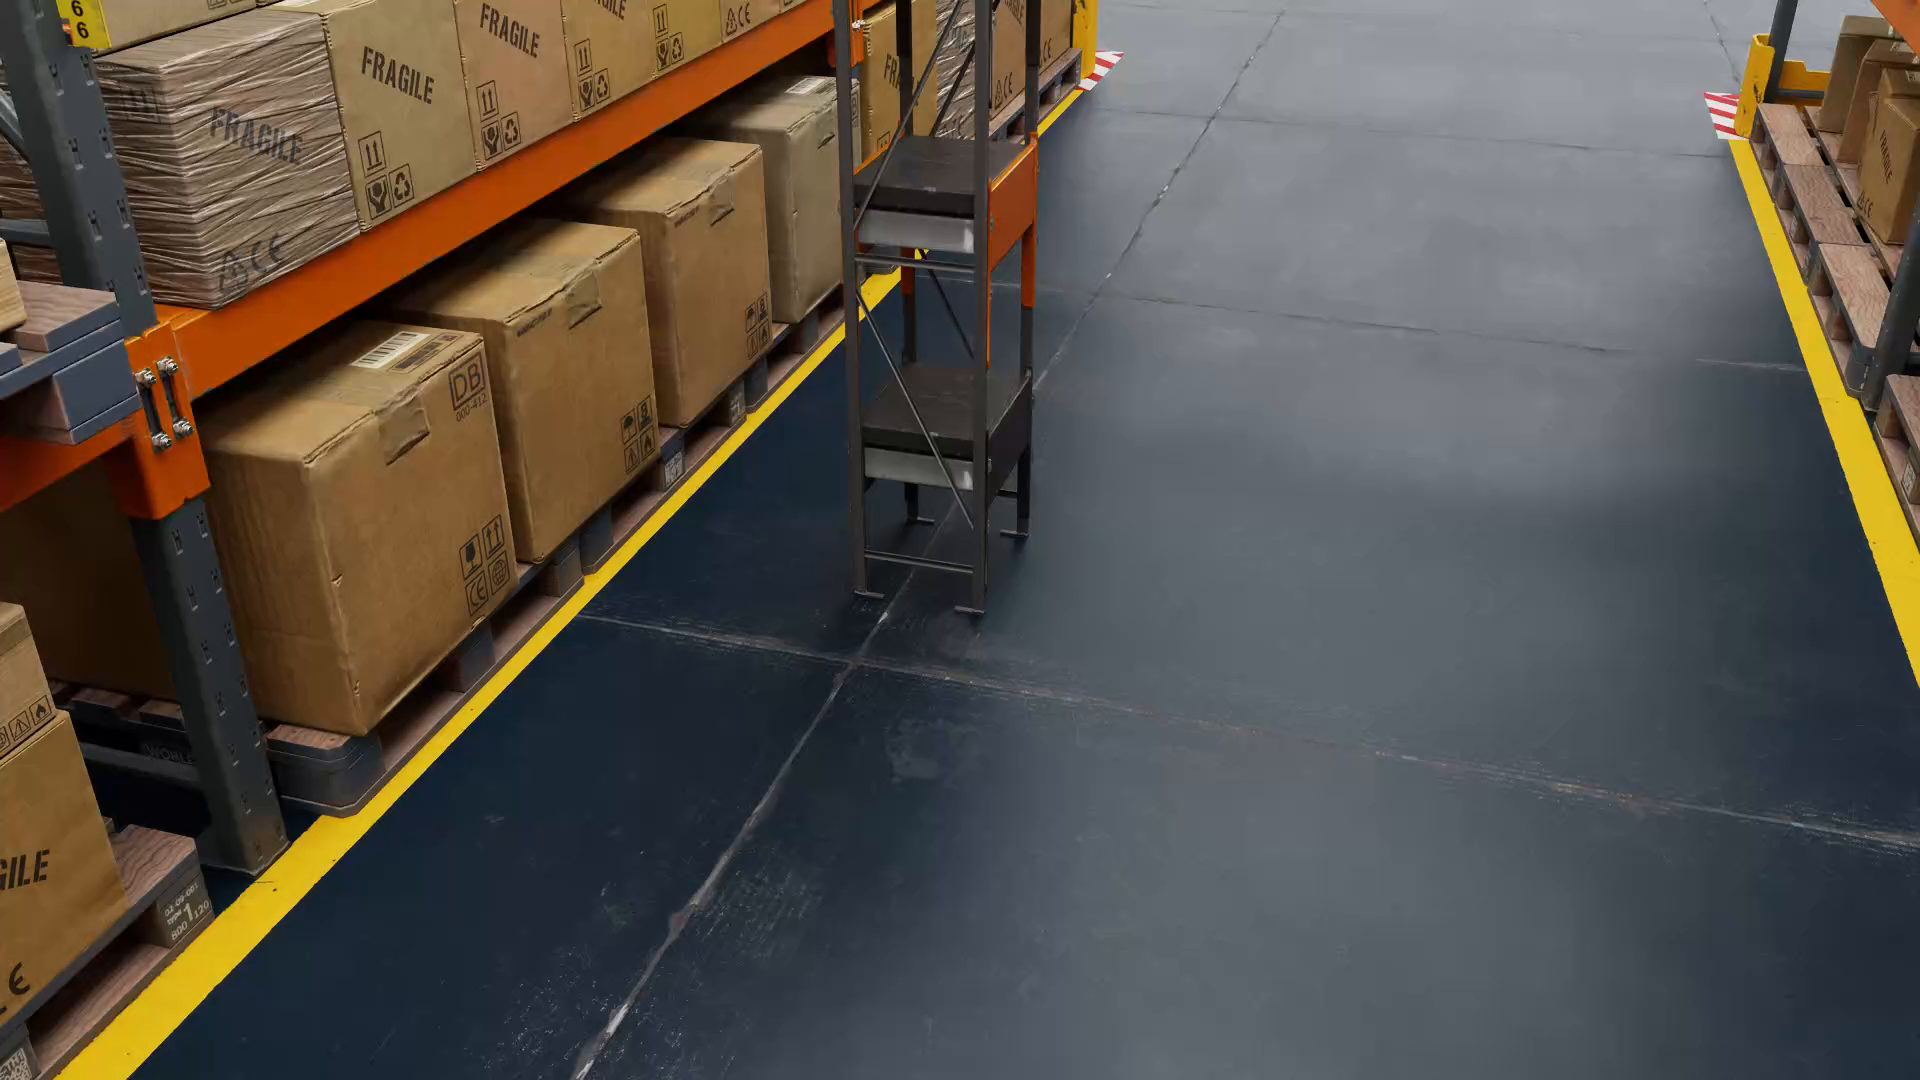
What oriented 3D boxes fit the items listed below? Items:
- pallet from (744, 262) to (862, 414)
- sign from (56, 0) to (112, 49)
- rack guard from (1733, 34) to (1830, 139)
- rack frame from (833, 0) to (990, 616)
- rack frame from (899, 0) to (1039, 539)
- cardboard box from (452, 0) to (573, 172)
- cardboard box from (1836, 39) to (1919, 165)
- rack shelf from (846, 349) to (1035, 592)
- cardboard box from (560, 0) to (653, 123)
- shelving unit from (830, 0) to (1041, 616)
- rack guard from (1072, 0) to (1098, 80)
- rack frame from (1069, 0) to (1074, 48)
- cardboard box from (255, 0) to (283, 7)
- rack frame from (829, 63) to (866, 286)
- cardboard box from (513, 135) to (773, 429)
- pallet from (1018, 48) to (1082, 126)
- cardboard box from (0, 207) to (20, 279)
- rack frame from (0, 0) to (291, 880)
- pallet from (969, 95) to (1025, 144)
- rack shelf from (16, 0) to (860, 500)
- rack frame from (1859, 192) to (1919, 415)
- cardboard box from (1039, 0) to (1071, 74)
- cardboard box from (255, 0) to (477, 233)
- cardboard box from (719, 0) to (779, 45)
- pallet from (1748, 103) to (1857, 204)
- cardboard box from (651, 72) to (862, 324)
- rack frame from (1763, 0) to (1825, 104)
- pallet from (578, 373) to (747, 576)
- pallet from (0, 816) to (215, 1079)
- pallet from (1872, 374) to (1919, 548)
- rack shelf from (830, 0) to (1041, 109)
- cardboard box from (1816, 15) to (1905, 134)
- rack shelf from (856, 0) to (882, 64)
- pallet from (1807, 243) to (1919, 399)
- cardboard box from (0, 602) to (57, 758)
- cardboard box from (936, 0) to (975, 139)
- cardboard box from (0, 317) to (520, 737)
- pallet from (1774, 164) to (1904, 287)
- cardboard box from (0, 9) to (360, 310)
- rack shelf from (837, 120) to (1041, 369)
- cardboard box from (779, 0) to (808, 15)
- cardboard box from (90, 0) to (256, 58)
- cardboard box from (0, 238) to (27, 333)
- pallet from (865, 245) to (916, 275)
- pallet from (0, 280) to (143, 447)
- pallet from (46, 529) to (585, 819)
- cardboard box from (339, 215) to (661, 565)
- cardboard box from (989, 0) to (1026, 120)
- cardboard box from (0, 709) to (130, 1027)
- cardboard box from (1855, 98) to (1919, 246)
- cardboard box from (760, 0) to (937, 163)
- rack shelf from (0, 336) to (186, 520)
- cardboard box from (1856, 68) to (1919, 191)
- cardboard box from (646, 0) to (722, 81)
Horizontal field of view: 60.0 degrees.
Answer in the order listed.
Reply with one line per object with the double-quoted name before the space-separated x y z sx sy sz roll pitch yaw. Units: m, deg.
"pallet" -1.062 -0.897 6.646 1.003 0.211 1.213 8 30 15
"sign" -1.560 -1.024 2.896 0.100 0.325 0.005 8 30 15
"rack guard" 4.956 -2.462 9.161 1.175 0.500 0.348 8 30 15
"rack frame" -0.120 -0.727 4.397 0.400 2.100 0.015 8 30 15
"rack frame" 0.023 -0.954 4.805 0.400 2.100 0.015 8 30 15
"cardboard box" -1.397 -1.311 4.418 0.500 0.500 0.500 8 30 15
"cardboard box" 4.636 -2.110 8.096 0.500 0.500 0.500 17 33 28
"rack shelf" -0.049 -0.217 4.948 0.431 0.518 0.480 8 30 15
"cardboard box" -1.249 -1.542 4.834 0.500 0.500 0.500 8 30 14
"shelving unit" -0.049 -0.841 4.601 0.431 2.100 0.503 8 30 15
"rack guard" 0.273 -3.263 10.601 1.175 0.500 0.348 8 30 15
"rack frame" 0.266 -4.344 9.973 1.000 3.000 0.127 8 30 15
"cardboard box" -1.793 -1.549 3.818 0.700 0.500 0.500 8 30 14
"rack frame" -0.908 -2.485 6.632 1.000 3.000 0.127 8 30 15
"cardboard box" -1.291 -0.936 5.730 1.050 0.750 0.750 8 30 15
"pallet" 0.106 -2.743 9.963 1.003 0.211 1.213 8 30 15
"cardboard box" -2.206 -0.917 3.711 0.500 0.500 0.500 8 30 15
"rack frame" -2.082 -0.626 3.290 1.000 3.000 0.127 8 30 15
"pallet" -0.254 -2.177 8.947 1.003 0.211 1.213 8 30 15
"rack shelf" -1.495 -1.241 5.136 1.077 0.370 4.000 8 30 15
"rack frame" 3.804 -1.730 5.275 1.000 3.000 0.127 8 30 15
"cardboard box" 0.130 -3.274 9.804 0.875 0.875 0.875 9 30 15
"cardboard box" -1.546 -1.077 3.997 0.500 0.500 0.500 8 30 14
"cardboard box" -0.954 -2.013 5.681 0.500 0.500 0.500 8 30 14
"pallet" 4.684 -1.963 8.561 1.003 0.211 1.213 8 30 15
"cardboard box" -1.004 -1.384 6.535 1.050 0.750 0.750 8 30 15
"rack frame" 4.978 -3.589 8.616 1.000 3.000 0.127 8 30 15
"pallet" -1.419 -0.328 5.623 1.003 0.211 1.213 8 30 15
"pallet" -2.313 0.955 3.315 1.003 0.211 1.213 8 30 15
"pallet" 3.577 -0.150 5.302 1.003 0.211 1.213 8 30 15
"rack shelf" -0.049 -1.440 4.268 0.431 0.518 0.480 8 30 15
"cardboard box" 4.779 -2.393 8.605 0.500 0.500 0.500 14 32 24
"rack shelf" -0.321 -3.100 8.477 1.077 0.370 4.000 8 30 15
"pallet" 3.967 -0.829 6.523 1.003 0.211 1.213 8 30 15
"cardboard box" -2.032 0.310 2.975 0.500 0.250 0.500 8 30 14
"cardboard box" -0.395 -2.442 8.307 0.875 0.875 0.875 9 30 15
"cardboard box" -1.817 -0.097 4.220 1.050 0.750 0.750 8 30 14
"pallet" 4.324 -1.398 7.545 1.003 0.211 1.213 8 30 15
"cardboard box" -1.692 -0.840 3.571 0.500 0.500 0.500 9 30 15
"rack shelf" -0.049 -0.829 4.608 0.431 0.518 0.480 8 30 15
"cardboard box" -0.805 -2.248 6.103 0.500 0.500 0.500 8 30 15
"cardboard box" -1.941 -1.314 3.395 0.700 0.500 0.500 8 30 15
"cardboard box" -1.787 -0.405 2.719 0.380 0.149 0.250 9 30 16
"pallet" -0.610 -1.609 7.925 1.003 0.211 1.213 8 30 15
"pallet" -2.189 -0.196 2.714 1.213 0.211 1.003 8 30 15
"pallet" -1.778 0.237 4.607 1.003 0.211 1.213 8 30 15
"cardboard box" -1.564 -0.503 4.952 1.050 0.750 0.750 9 30 16
"cardboard box" -0.126 -2.865 9.069 0.875 0.875 0.875 8 30 14
"cardboard box" -2.025 0.626 3.179 0.500 0.500 0.500 8 30 15
"cardboard box" 4.228 -1.569 7.124 0.500 0.500 0.500 6 30 10
"cardboard box" -0.656 -2.022 7.553 0.875 0.875 0.875 9 30 16
"rack shelf" -2.669 0.618 1.794 1.077 0.370 4.000 8 30 15
"cardboard box" 4.434 -1.822 7.578 0.500 0.500 0.500 11 31 20
"cardboard box" -1.102 -1.778 5.258 0.500 0.500 0.500 9 30 15
